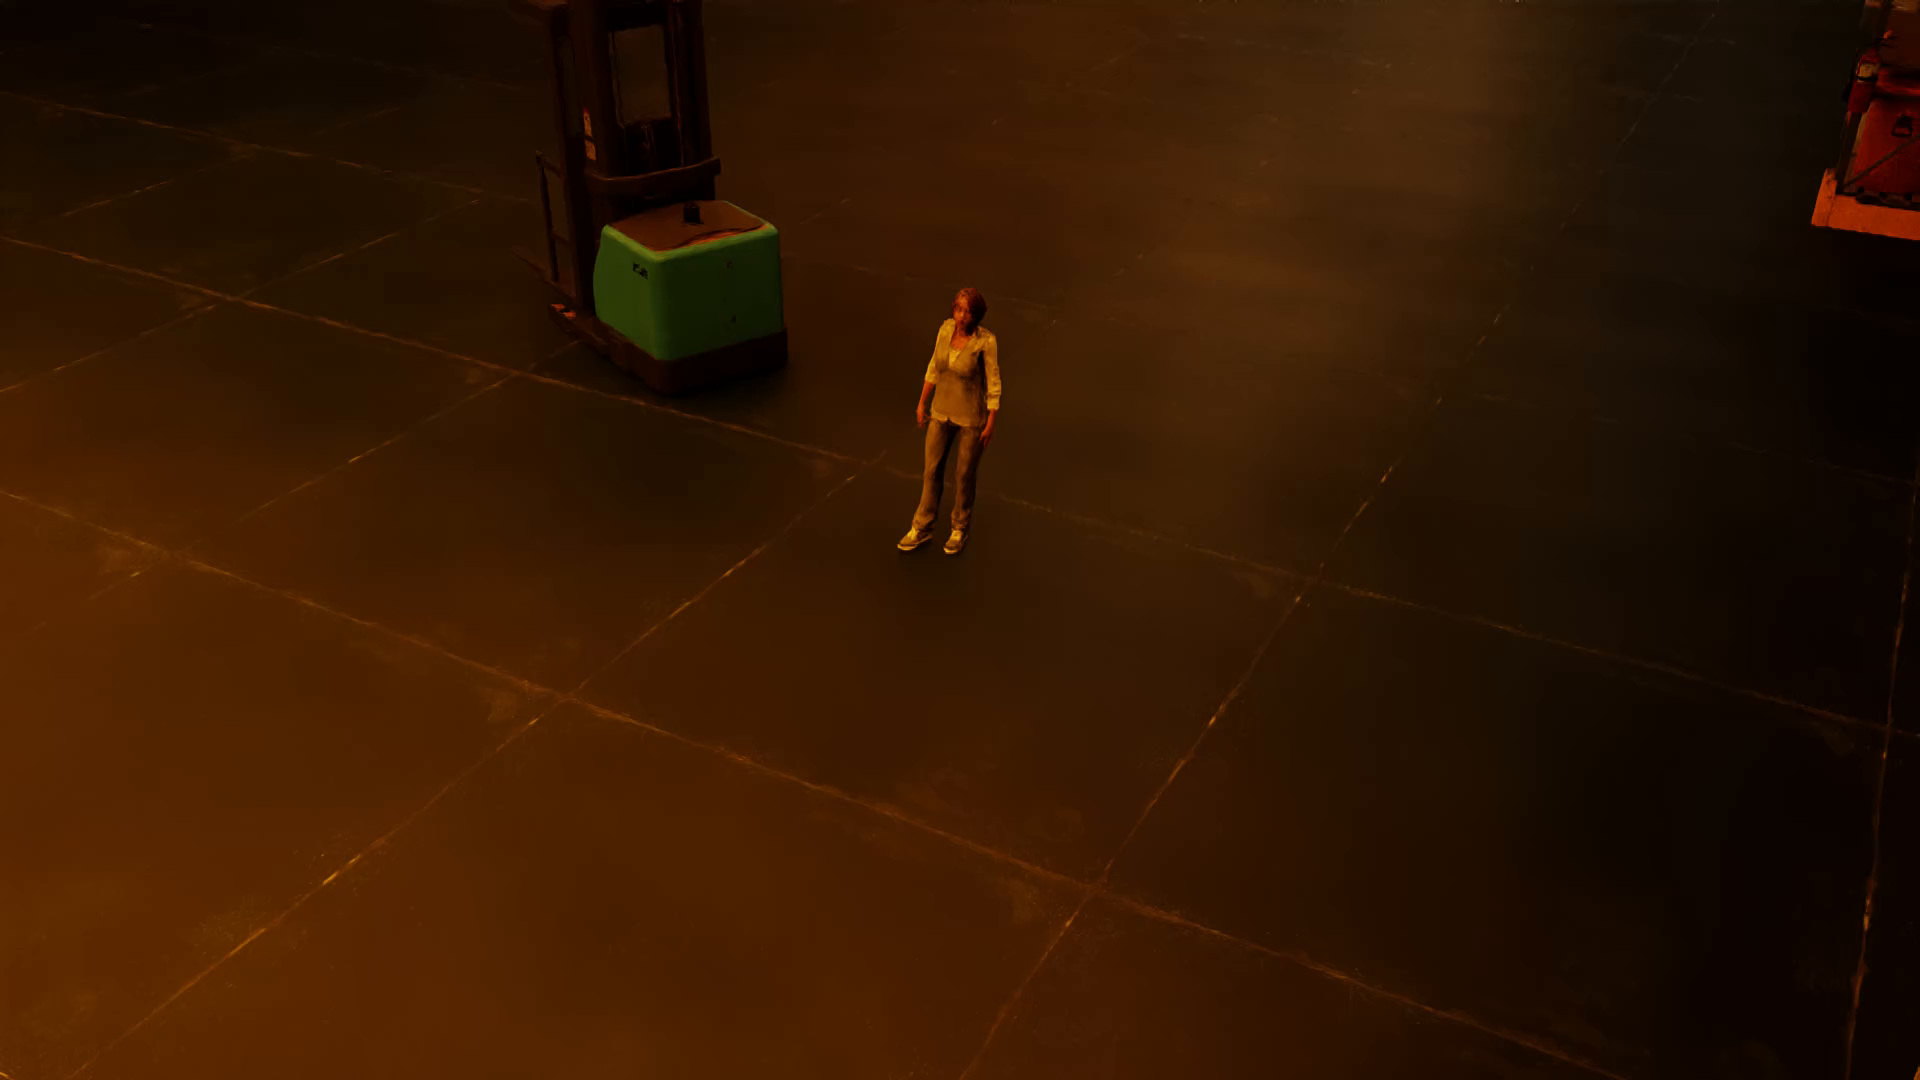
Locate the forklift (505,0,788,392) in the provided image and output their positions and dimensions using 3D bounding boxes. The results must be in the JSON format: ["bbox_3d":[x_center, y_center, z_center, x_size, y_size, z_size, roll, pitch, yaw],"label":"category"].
[{"bbox_3d":[-2.537,-2.985,12.244,1.130,2.935,3.031,-20,36,-31],"label":"forklift"}]

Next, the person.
[{"bbox_3d":[-0.048,-0.669,9.550,0.521,1.597,0.474,15,33,25],"label":"person"}]
